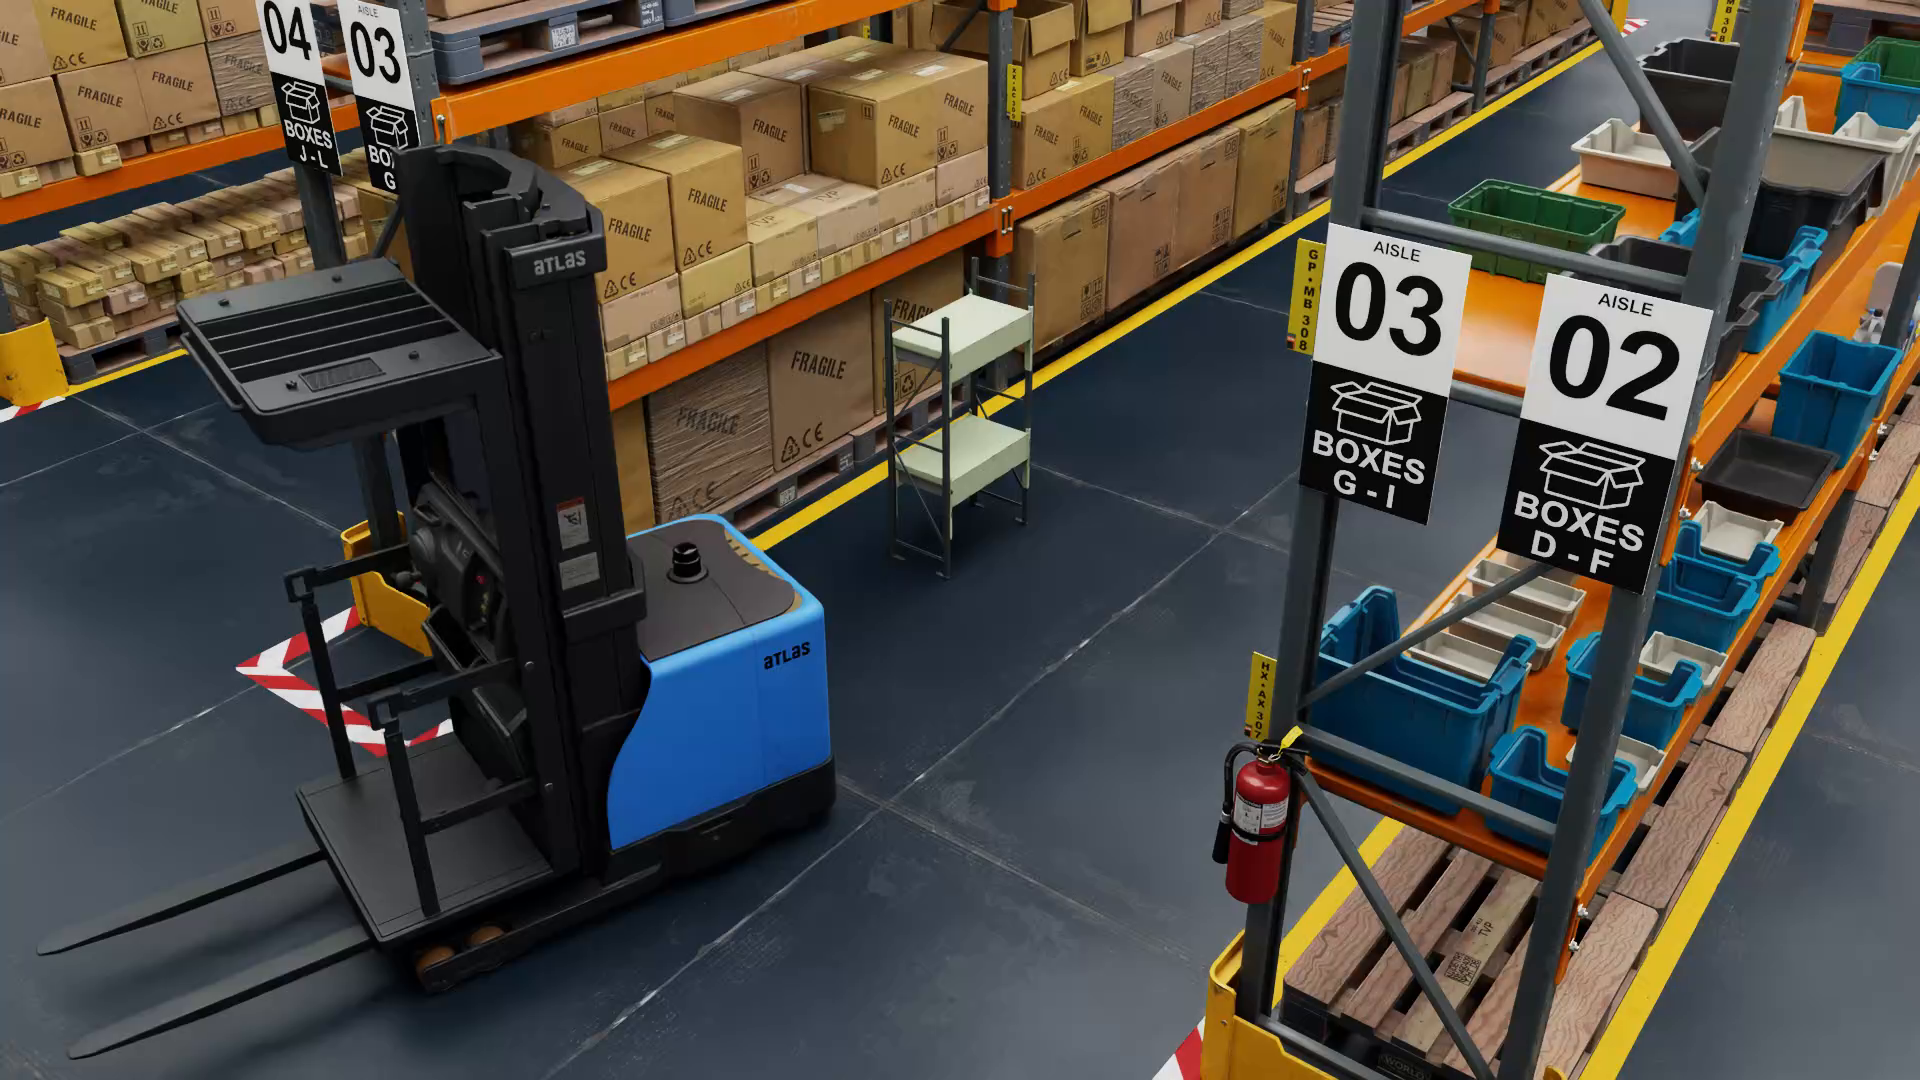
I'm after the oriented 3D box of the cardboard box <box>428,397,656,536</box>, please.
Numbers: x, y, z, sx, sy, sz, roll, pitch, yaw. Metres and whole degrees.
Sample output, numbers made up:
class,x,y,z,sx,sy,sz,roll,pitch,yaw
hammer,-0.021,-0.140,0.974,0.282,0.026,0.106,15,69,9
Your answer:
class,x,y,z,sx,sy,sz,roll,pitch,yaw
cardboard box,-2.215,-0.335,8.546,0.875,0.875,0.875,21,37,31

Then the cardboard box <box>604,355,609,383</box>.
class,x,y,z,sx,sy,sz,roll,pitch,yaw
cardboard box,-1.906,-0.823,7.944,0.380,0.149,0.250,21,36,31

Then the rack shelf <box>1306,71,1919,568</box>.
class,x,y,z,sx,sy,sz,roll,pitch,yaw
rack shelf,2.619,-1.054,5.849,1.077,0.370,4.000,21,37,31

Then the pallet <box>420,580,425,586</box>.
class,x,y,z,sx,sy,sz,roll,pitch,yaw
pallet,-2.117,0.067,8.931,1.003,0.211,1.213,21,37,31

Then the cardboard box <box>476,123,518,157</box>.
class,x,y,z,sx,sy,sz,roll,pitch,yaw
cardboard box,-3.770,-3.461,14.188,0.500,0.500,0.500,20,36,30

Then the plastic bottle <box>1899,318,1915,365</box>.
class,x,y,z,sx,sy,sz,roll,pitch,yaw
plastic bottle,4.582,-0.994,8.112,0.097,0.271,0.097,0,31,0

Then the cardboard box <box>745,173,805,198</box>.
class,x,y,z,sx,sy,sz,roll,pitch,yaw
cardboard box,-1.228,-1.950,9.454,0.500,0.250,0.500,22,37,32

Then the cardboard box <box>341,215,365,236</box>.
class,x,y,z,sx,sy,sz,roll,pitch,yaw
cardboard box,-4.622,-2.424,12.491,0.380,0.149,0.250,22,37,32

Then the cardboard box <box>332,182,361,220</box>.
class,x,y,z,sx,sy,sz,roll,pitch,yaw
cardboard box,-4.599,-2.523,12.367,0.380,0.149,0.250,19,36,29

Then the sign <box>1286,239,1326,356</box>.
class,x,y,z,sx,sy,sz,roll,pitch,yaw
sign,0.963,-0.668,4.595,0.100,0.325,0.005,21,37,31

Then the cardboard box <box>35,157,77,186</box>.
class,x,y,z,sx,sy,sz,roll,pitch,yaw
cardboard box,-5.853,-2.390,10.588,0.380,0.149,0.250,23,37,33

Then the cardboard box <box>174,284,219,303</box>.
class,x,y,z,sx,sy,sz,roll,pitch,yaw
cardboard box,-5.380,-1.725,11.603,0.380,0.149,0.250,22,37,32

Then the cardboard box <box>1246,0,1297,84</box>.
class,x,y,z,sx,sy,sz,roll,pitch,yaw
cardboard box,2.192,-3.802,12.625,0.500,0.500,0.500,22,37,33

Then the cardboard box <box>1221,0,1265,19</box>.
class,x,y,z,sx,sy,sz,roll,pitch,yaw
cardboard box,1.838,-4.218,12.343,0.797,0.503,0.637,23,37,33

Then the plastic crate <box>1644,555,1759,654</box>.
class,x,y,z,sx,sy,sz,roll,pitch,yaw
plastic crate,2.618,0.252,5.987,0.416,0.233,0.300,21,37,31

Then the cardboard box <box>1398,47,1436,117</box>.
class,x,y,z,sx,sy,sz,roll,pitch,yaw
cardboard box,4.016,-4.344,15.659,0.700,0.500,0.500,21,36,31

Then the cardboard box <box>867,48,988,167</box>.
class,x,y,z,sx,sy,sz,roll,pitch,yaw
cardboard box,-0.187,-2.527,9.691,0.500,0.500,0.500,22,37,33

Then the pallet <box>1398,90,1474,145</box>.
class,x,y,z,sx,sy,sz,roll,pitch,yaw
pallet,4.238,-4.145,16.037,1.003,0.211,1.213,21,37,31

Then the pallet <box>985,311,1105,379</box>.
class,x,y,z,sx,sy,sz,roll,pitch,yaw
pallet,0.283,-1.547,11.653,1.003,0.211,1.213,21,37,31

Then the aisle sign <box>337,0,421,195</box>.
class,x,y,z,sx,sy,sz,roll,pitch,yaw
aisle sign,-2.342,-1.781,6.763,0.394,0.787,0.004,21,37,31

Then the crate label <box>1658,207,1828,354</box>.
class,x,y,z,sx,sy,sz,roll,pitch,yaw
crate label,2.226,-0.762,4.797,0.408,0.251,0.502,21,37,31

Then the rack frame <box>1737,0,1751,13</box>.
class,x,y,z,sx,sy,sz,roll,pitch,yaw
rack frame,3.826,-3.466,6.273,1.000,3.000,0.127,21,37,31

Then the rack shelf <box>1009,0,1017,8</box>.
class,x,y,z,sx,sy,sz,roll,pitch,yaw
rack shelf,1.085,-4.204,11.164,1.077,0.370,4.000,21,37,31

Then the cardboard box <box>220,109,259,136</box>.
class,x,y,z,sx,sy,sz,roll,pitch,yaw
cardboard box,-5.073,-2.924,11.488,0.380,0.149,0.250,23,37,33

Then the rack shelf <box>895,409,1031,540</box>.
class,x,y,z,sx,sy,sz,roll,pitch,yaw
rack shelf,0.004,-0.367,9.038,0.431,0.370,0.720,21,37,31

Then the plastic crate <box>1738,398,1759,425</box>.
class,x,y,z,sx,sy,sz,roll,pitch,yaw
plastic crate,3.431,-0.653,7.609,0.396,0.136,0.243,21,37,31

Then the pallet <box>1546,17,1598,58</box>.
class,x,y,z,sx,sy,sz,roll,pitch,yaw
pallet,6.557,-5.738,18.724,1.003,0.211,1.213,21,37,31

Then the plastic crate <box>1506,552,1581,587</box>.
class,x,y,z,sx,sy,sz,roll,pitch,yaw
plastic crate,2.258,0.081,6.372,0.298,0.136,0.250,21,37,31

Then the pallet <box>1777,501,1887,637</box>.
class,x,y,z,sx,sy,sz,roll,pitch,yaw
pallet,4.325,0.013,9.021,1.003,0.211,1.213,21,37,31

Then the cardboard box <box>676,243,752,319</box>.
class,x,y,z,sx,sy,sz,roll,pitch,yaw
cardboard box,-1.418,-1.376,8.485,0.500,0.250,0.500,20,36,30

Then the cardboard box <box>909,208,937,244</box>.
class,x,y,z,sx,sy,sz,roll,pitch,yaw
cardboard box,-0.356,-1.868,9.706,0.380,0.149,0.250,20,36,30

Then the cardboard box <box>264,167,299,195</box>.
class,x,y,z,sx,sy,sz,roll,pitch,yaw
cardboard box,-5.074,-2.708,12.678,0.380,0.149,0.250,22,37,32

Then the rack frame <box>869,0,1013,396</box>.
class,x,y,z,sx,sy,sz,roll,pitch,yaw
rack frame,-0.123,-2.410,10.374,1.000,3.000,0.127,21,37,31

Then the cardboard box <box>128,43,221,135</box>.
class,x,y,z,sx,sy,sz,roll,pitch,yaw
cardboard box,-5.331,-3.041,11.049,0.500,0.500,0.500,22,37,32

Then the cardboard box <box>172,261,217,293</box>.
class,x,y,z,sx,sy,sz,roll,pitch,yaw
cardboard box,-5.381,-1.859,11.538,0.380,0.149,0.250,22,37,33

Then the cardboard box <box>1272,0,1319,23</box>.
class,x,y,z,sx,sy,sz,roll,pitch,yaw
cardboard box,2.586,-4.491,13.376,0.500,0.500,0.500,16,34,25

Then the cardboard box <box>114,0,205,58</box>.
class,x,y,z,sx,sy,sz,roll,pitch,yaw
cardboard box,-5.317,-3.465,10.784,0.500,0.500,0.500,20,36,30

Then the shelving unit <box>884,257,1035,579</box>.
class,x,y,z,sx,sy,sz,roll,pitch,yaw
shelving unit,0.004,-0.648,8.872,0.431,1.500,0.755,21,37,31

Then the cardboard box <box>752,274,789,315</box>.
class,x,y,z,sx,sy,sz,roll,pitch,yaw
cardboard box,-1.132,-1.344,8.822,0.380,0.149,0.250,20,36,30

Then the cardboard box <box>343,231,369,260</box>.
class,x,y,z,sx,sy,sz,roll,pitch,yaw
cardboard box,-4.606,-2.247,12.483,0.380,0.149,0.250,21,37,31

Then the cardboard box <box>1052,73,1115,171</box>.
class,x,y,z,sx,sy,sz,roll,pitch,yaw
cardboard box,0.657,-2.767,10.880,0.500,0.500,0.500,21,37,31

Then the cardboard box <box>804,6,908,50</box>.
class,x,y,z,sx,sy,sz,roll,pitch,yaw
cardboard box,-1.162,-5.036,16.600,1.050,0.750,0.750,21,36,31

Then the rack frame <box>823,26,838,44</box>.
class,x,y,z,sx,sy,sz,roll,pitch,yaw
rack frame,-1.601,-5.603,15.763,1.000,3.000,0.127,21,37,31

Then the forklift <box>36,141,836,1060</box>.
class,x,y,z,sx,sy,sz,roll,pitch,yaw
forklift,-2.038,0.153,6.117,3.031,2.935,1.130,-20,36,-30

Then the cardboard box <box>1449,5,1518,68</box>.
class,x,y,z,sx,sy,sz,roll,pitch,yaw
cardboard box,5.319,-5.152,17.042,0.500,0.500,0.500,-19,36,-29

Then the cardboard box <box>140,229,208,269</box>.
class,x,y,z,sx,sy,sz,roll,pitch,yaw
cardboard box,-5.435,-2.008,11.498,0.380,0.149,0.250,19,36,29

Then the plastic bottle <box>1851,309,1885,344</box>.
class,x,y,z,sx,sy,sz,roll,pitch,yaw
plastic bottle,4.321,-0.924,7.915,0.144,0.351,0.185,21,37,31

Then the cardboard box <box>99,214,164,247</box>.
class,x,y,z,sx,sy,sz,roll,pitch,yaw
cardboard box,-5.854,-2.169,11.769,0.380,0.149,0.250,20,36,29

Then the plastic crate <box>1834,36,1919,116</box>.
class,x,y,z,sx,sy,sz,roll,pitch,yaw
plastic crate,3.811,-1.820,6.644,0.450,0.188,0.662,21,37,31

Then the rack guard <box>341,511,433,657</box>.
class,x,y,z,sx,sy,sz,roll,pitch,yaw
rack guard,-2.552,0.301,8.251,1.175,0.500,0.348,21,37,31

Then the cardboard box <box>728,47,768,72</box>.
class,x,y,z,sx,sy,sz,roll,pitch,yaw
cardboard box,-2.101,-4.464,15.144,0.500,0.250,0.500,22,37,32
